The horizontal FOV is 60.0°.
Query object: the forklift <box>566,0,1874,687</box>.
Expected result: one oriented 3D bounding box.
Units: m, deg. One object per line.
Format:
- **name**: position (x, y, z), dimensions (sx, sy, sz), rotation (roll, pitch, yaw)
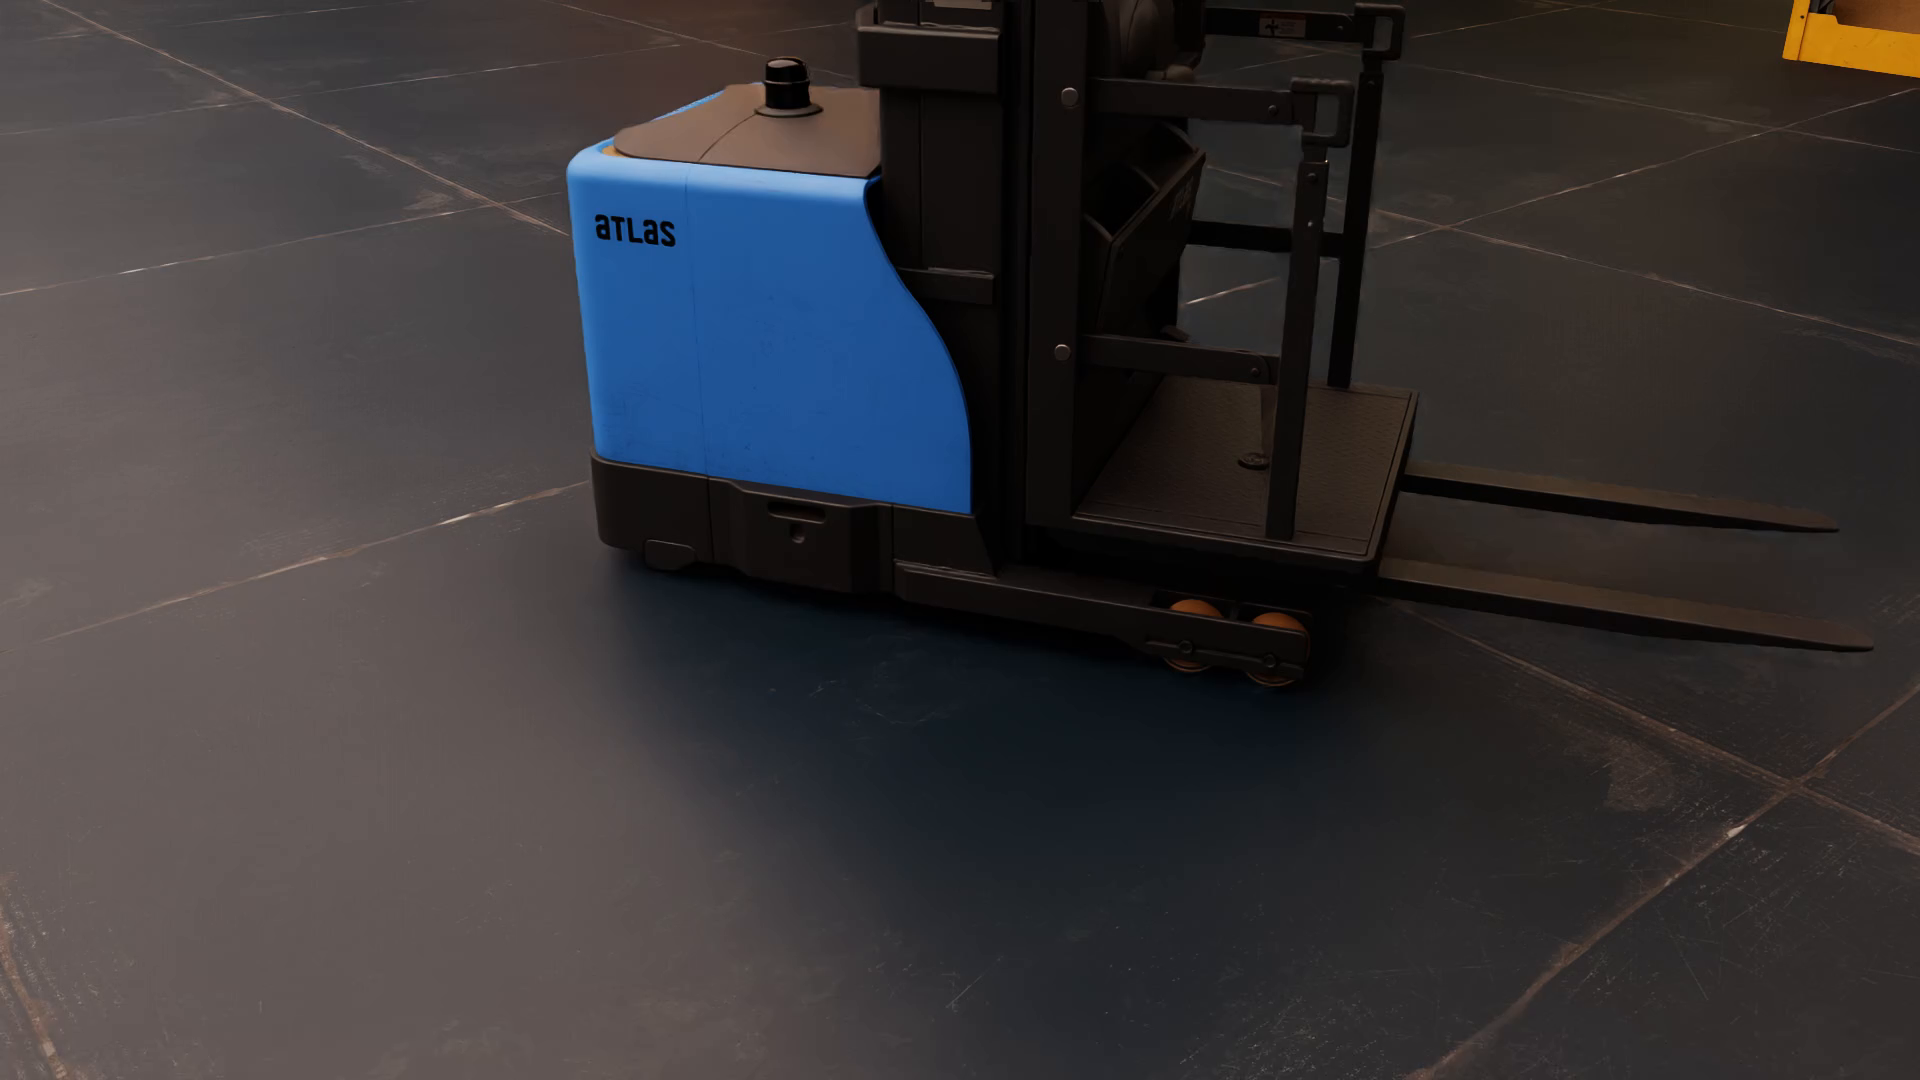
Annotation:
- **forklift**: position (0.621, -1.242, 3.707), dimensions (3.031, 2.935, 1.130), rotation (9, 28, 17)
